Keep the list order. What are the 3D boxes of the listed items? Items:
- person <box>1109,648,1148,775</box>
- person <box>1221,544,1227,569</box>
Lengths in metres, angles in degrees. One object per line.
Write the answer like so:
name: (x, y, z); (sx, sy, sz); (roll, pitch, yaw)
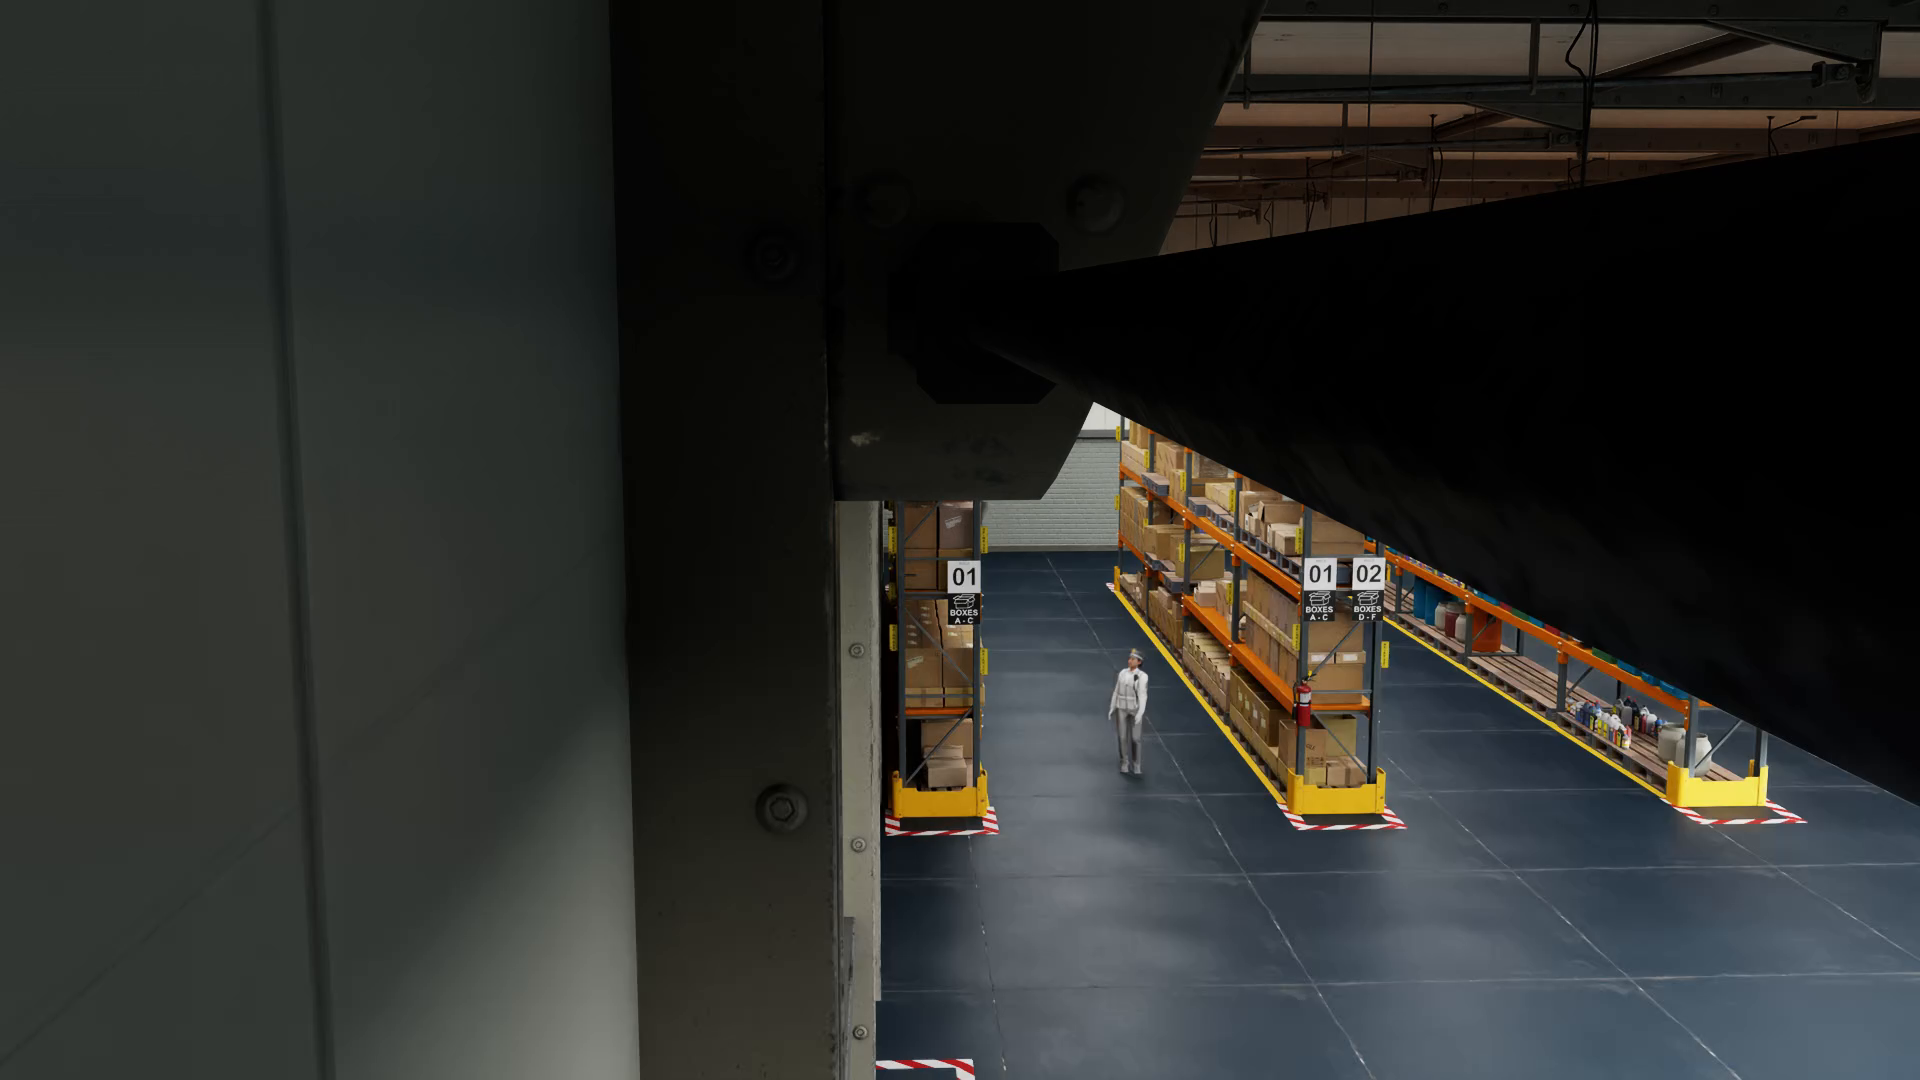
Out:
person: (2.277, 2.326, 22.461); (0.516, 1.740, 0.487); (3, 9, 17)
person: (5.581, 0.325, 36.221); (0.521, 1.609, 0.932); (-2, 8, -11)
